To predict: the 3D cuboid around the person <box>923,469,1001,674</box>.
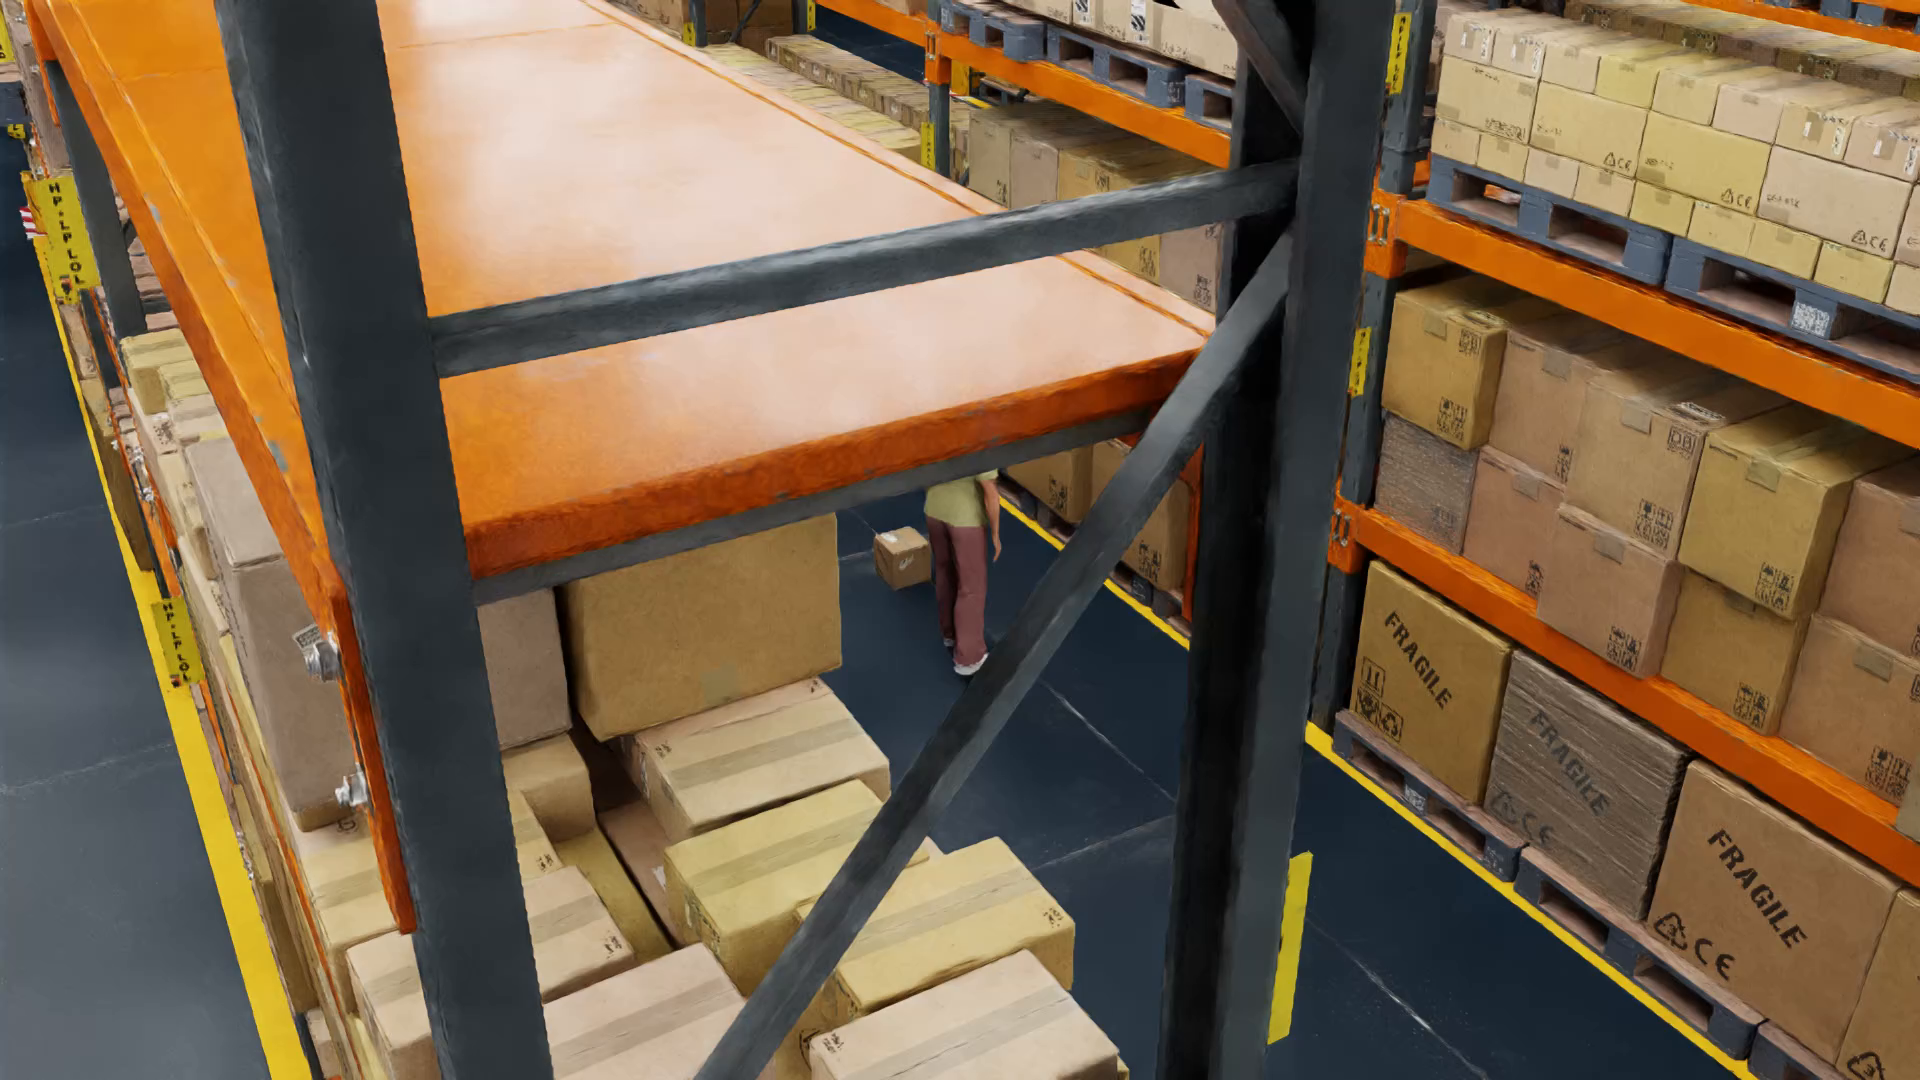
[{"bbox_3d":[0.061,-0.112,8.734,0.510,1.660,0.494,18,34,29],"label":"person"}]
